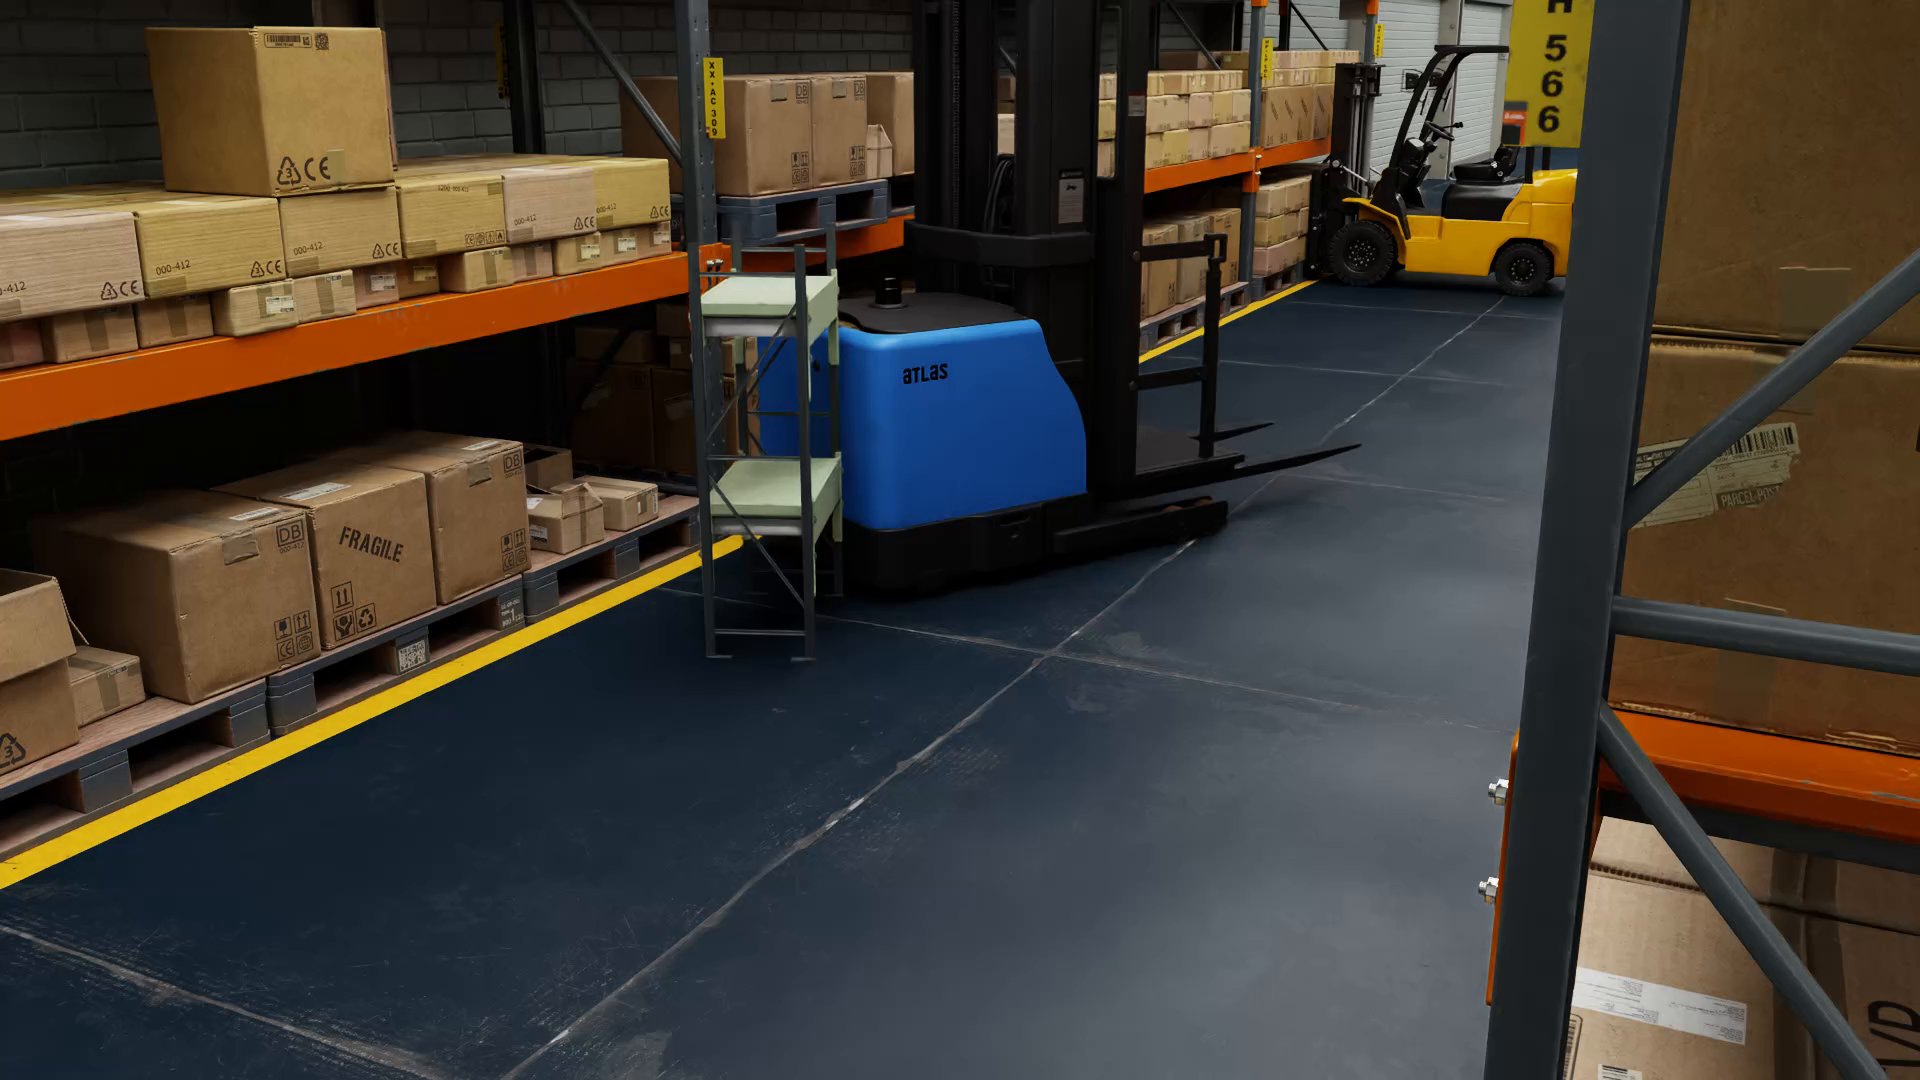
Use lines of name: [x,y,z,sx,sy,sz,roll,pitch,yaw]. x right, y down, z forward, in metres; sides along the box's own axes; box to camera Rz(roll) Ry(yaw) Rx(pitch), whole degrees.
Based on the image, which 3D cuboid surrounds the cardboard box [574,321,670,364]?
cardboard box: [-1.615,-0.947,7.958,0.380,0.149,0.250,7,18,23]

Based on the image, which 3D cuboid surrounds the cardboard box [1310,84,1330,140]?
cardboard box: [3.172,-4.057,15.741,0.500,0.500,0.500,8,18,26]

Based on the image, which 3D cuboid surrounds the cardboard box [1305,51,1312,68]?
cardboard box: [3.062,-4.489,15.533,0.380,0.149,0.250,8,18,26]

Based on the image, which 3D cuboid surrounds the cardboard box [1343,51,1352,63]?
cardboard box: [3.694,-4.806,16.599,0.380,0.149,0.250,9,19,27]

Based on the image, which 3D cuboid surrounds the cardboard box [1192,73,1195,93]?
cardboard box: [1.555,-3.455,12.573,0.380,0.149,0.250,8,18,26]

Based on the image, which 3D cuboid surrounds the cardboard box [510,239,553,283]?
cardboard box: [-1.771,-1.067,6.290,0.380,0.149,0.250,9,19,27]

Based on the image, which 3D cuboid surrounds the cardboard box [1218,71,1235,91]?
cardboard box: [2.000,-3.716,13.452,0.380,0.149,0.250,8,18,25]

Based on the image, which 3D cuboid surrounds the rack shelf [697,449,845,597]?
rack shelf: [-0.700,-0.076,6.291,0.431,0.370,0.720,1,17,4]

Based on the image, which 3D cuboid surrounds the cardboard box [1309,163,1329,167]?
cardboard box: [3.914,-3.765,17.267,0.500,0.250,0.500,9,19,27]

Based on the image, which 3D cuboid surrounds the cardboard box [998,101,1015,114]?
cardboard box: [0.218,-2.839,11.200,0.500,0.250,0.500,9,19,27]

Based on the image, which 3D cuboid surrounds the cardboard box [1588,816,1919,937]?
cardboard box: [1.741,0.759,3.464,0.875,0.438,0.875,9,19,27]

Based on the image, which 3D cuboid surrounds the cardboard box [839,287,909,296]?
cardboard box: [-0.501,-1.287,9.103,0.380,0.149,0.250,8,18,26]

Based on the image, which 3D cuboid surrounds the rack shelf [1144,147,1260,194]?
rack shelf: [1.160,-2.686,12.563,1.077,0.370,4.000,8,18,25]

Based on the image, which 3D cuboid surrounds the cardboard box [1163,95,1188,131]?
cardboard box: [1.363,-3.163,12.290,0.500,0.250,0.500,8,18,26]

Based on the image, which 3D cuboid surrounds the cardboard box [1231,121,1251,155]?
cardboard box: [2.062,-3.307,13.653,0.500,0.250,0.500,9,19,27]

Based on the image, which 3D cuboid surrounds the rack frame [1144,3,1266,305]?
rack frame: [2.053,-3.540,14.176,1.000,3.000,0.127,8,18,25]

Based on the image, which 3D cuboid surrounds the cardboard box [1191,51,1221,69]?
cardboard box: [2.075,-4.220,14.627,0.380,0.149,0.250,8,18,24]

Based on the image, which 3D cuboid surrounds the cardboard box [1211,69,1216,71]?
cardboard box: [2.048,-4.082,14.685,0.380,0.149,0.250,8,18,24]

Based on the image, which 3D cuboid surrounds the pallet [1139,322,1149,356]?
pallet: [0.669,-1.389,11.832,1.003,0.211,1.213,8,18,25]

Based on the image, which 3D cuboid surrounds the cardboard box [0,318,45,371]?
cardboard box: [-2.758,-0.554,4.563,0.380,0.149,0.250,8,18,25]

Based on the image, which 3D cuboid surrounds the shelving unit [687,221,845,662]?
shelving unit: [-0.700,-0.389,6.199,0.431,1.500,0.755,1,17,4]

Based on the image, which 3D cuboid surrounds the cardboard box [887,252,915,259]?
cardboard box: [-0.246,-1.742,10.635,0.380,0.149,0.250,9,19,28]

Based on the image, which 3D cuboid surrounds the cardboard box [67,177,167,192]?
cardboard box: [-2.650,-1.095,5.685,0.500,0.250,0.500,8,18,25]

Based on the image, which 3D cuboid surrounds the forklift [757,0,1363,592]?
forklift: [0.609,-1.504,7.439,3.031,2.935,1.130,-12,20,-34]

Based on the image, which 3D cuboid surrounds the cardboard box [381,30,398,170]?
cardboard box: [-2.425,-1.587,6.024,0.500,0.500,0.500,8,18,24]

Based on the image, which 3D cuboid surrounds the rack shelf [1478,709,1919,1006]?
rack shelf: [2.027,-0.018,3.579,1.077,0.370,4.000,8,18,25]

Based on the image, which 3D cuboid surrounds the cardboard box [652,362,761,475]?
cardboard box: [-1.104,-0.600,7.930,0.500,0.500,0.500,9,19,28]

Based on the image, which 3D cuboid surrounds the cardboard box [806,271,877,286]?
cardboard box: [-0.706,-1.474,9.733,0.380,0.149,0.250,8,18,24]

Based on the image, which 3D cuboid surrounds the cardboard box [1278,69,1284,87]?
cardboard box: [2.637,-4.083,14.688,0.380,0.149,0.250,8,18,25]

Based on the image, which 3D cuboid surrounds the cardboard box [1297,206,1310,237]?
cardboard box: [3.004,-3.002,15.578,0.500,0.250,0.500,8,18,25]

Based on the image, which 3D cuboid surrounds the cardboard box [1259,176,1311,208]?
cardboard box: [3.000,-3.243,15.511,0.500,0.250,0.500,9,19,27]

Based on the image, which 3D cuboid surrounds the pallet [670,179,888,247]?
pallet: [-1.067,-1.600,7.981,1.003,0.211,1.213,8,18,25]

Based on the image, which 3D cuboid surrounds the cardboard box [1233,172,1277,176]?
cardboard box: [2.769,-3.440,16.174,0.500,0.250,0.500,8,18,24]

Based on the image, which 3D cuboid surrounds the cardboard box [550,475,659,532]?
cardboard box: [-1.507,-0.158,7.058,0.380,0.149,0.250,7,18,24]

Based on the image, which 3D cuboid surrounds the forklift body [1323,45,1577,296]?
forklift body: [4.626,-3.437,15.319,2.313,2.155,1.214,8,18,25]

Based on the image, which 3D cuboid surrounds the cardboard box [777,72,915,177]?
cardboard box: [-0.523,-2.178,8.677,0.700,0.500,0.500,8,18,25]

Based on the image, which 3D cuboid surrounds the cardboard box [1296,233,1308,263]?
cardboard box: [2.995,-2.769,15.670,0.500,0.250,0.500,8,19,26]

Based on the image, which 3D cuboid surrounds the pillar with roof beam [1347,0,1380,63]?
pillar with roof beam: [9.256,-8.353,19.842,9.100,9.000,0.400,8,18,25]

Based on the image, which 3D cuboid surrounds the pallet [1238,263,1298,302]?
pallet: [2.446,-2.401,15.237,1.003,0.211,1.213,8,18,25]

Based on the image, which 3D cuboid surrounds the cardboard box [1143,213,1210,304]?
cardboard box: [1.477,-2.272,13.340,0.875,0.625,0.625,8,18,25]

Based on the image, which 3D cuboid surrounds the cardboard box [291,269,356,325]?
cardboard box: [-2.197,-0.804,5.403,0.380,0.149,0.250,9,19,27]

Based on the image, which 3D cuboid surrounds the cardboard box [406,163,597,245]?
cardboard box: [-1.741,-1.283,6.317,0.500,0.250,0.500,8,18,26]

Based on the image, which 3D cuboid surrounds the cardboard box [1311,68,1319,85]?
cardboard box: [3.140,-4.338,15.547,0.380,0.149,0.250,8,18,24]

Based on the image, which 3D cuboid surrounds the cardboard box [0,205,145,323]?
cardboard box: [-2.640,-0.764,4.570,0.500,0.250,0.500,8,18,26]

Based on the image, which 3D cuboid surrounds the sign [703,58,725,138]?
sign: [-1.032,-1.851,6.966,0.100,0.325,0.005,8,18,25]

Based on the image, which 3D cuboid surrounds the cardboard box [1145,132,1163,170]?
cardboard box: [1.136,-2.791,11.917,0.500,0.250,0.500,7,18,24]

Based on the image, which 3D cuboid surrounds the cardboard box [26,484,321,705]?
cardboard box: [-2.534,0.157,5.381,0.700,0.500,0.500,9,19,28]

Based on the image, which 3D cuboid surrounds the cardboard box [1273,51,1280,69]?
cardboard box: [2.603,-4.229,14.659,0.380,0.149,0.250,8,18,24]
